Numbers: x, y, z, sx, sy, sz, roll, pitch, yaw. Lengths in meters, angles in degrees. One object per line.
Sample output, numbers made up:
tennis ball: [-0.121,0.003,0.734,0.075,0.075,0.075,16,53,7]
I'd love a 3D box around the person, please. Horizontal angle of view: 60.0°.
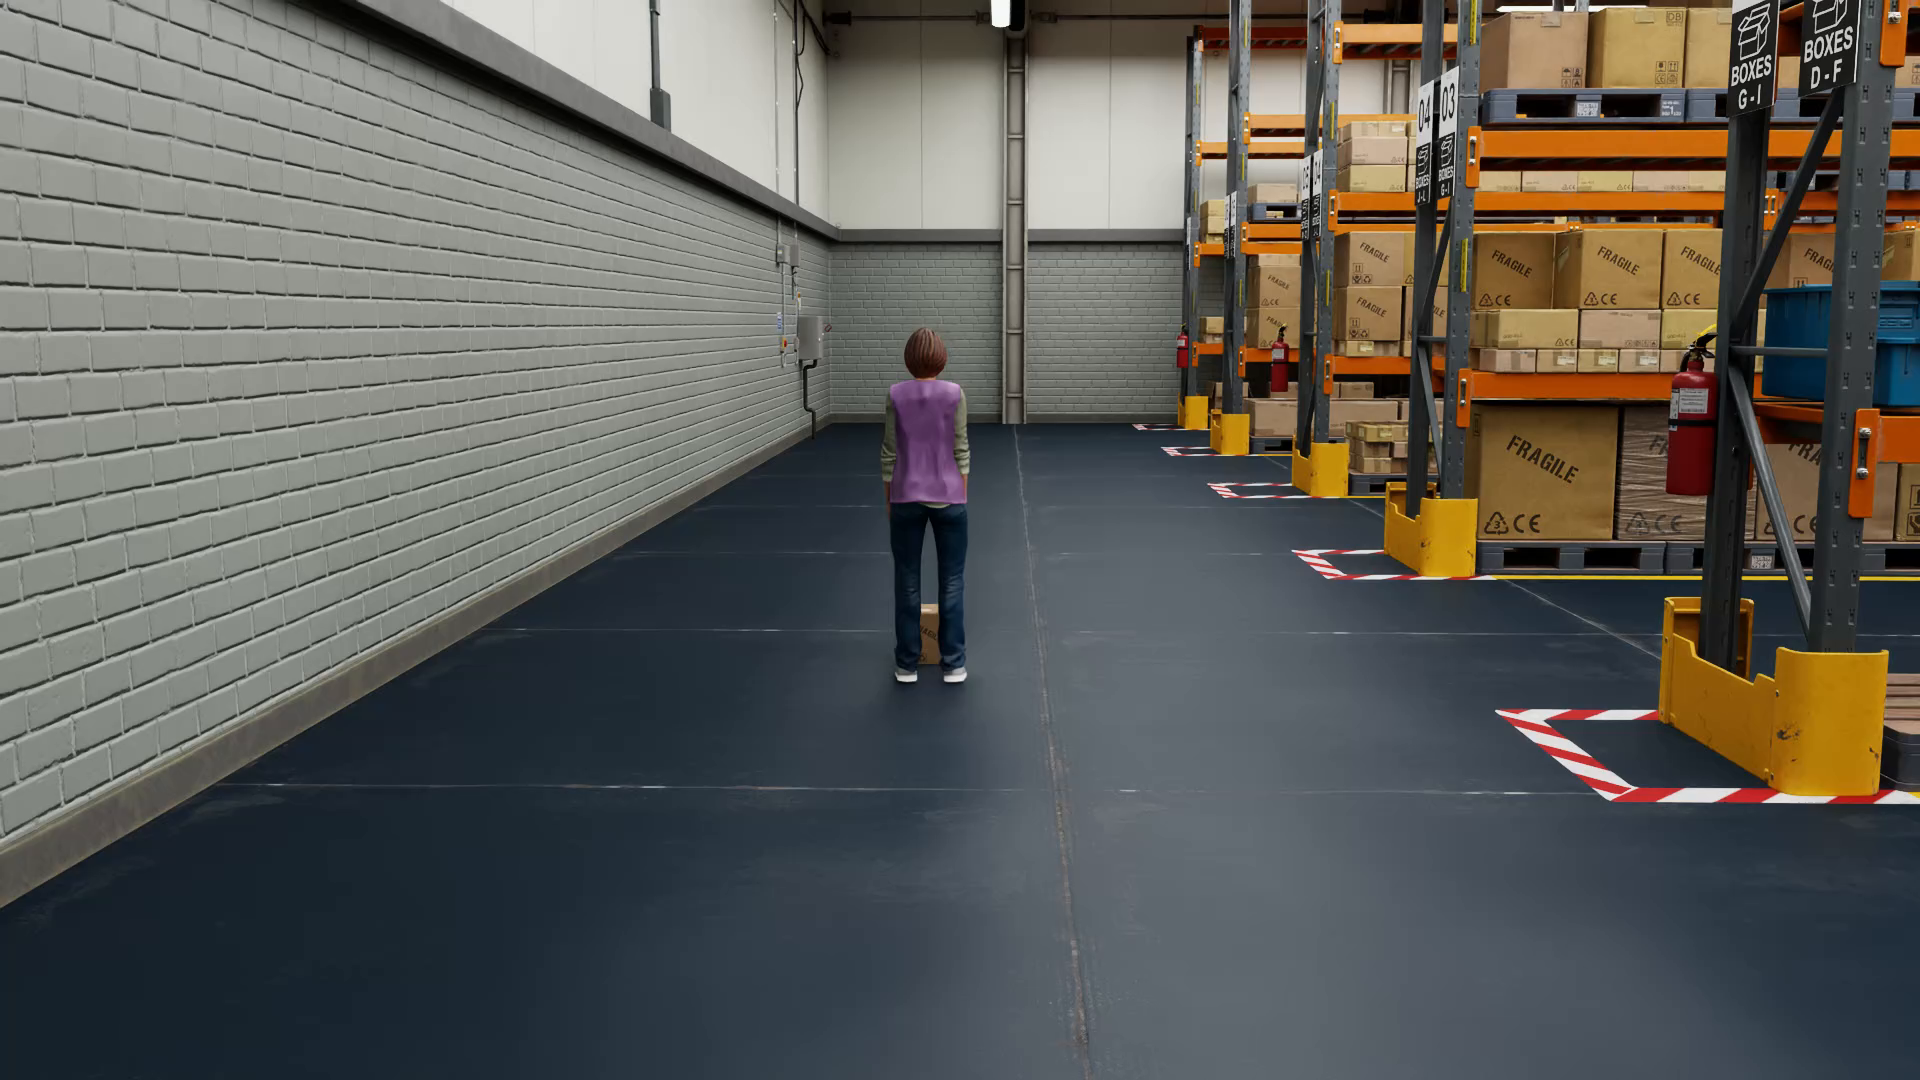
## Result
person: [-0.156,-0.037,7.494,0.406,1.371,0.300,0,7,3]
